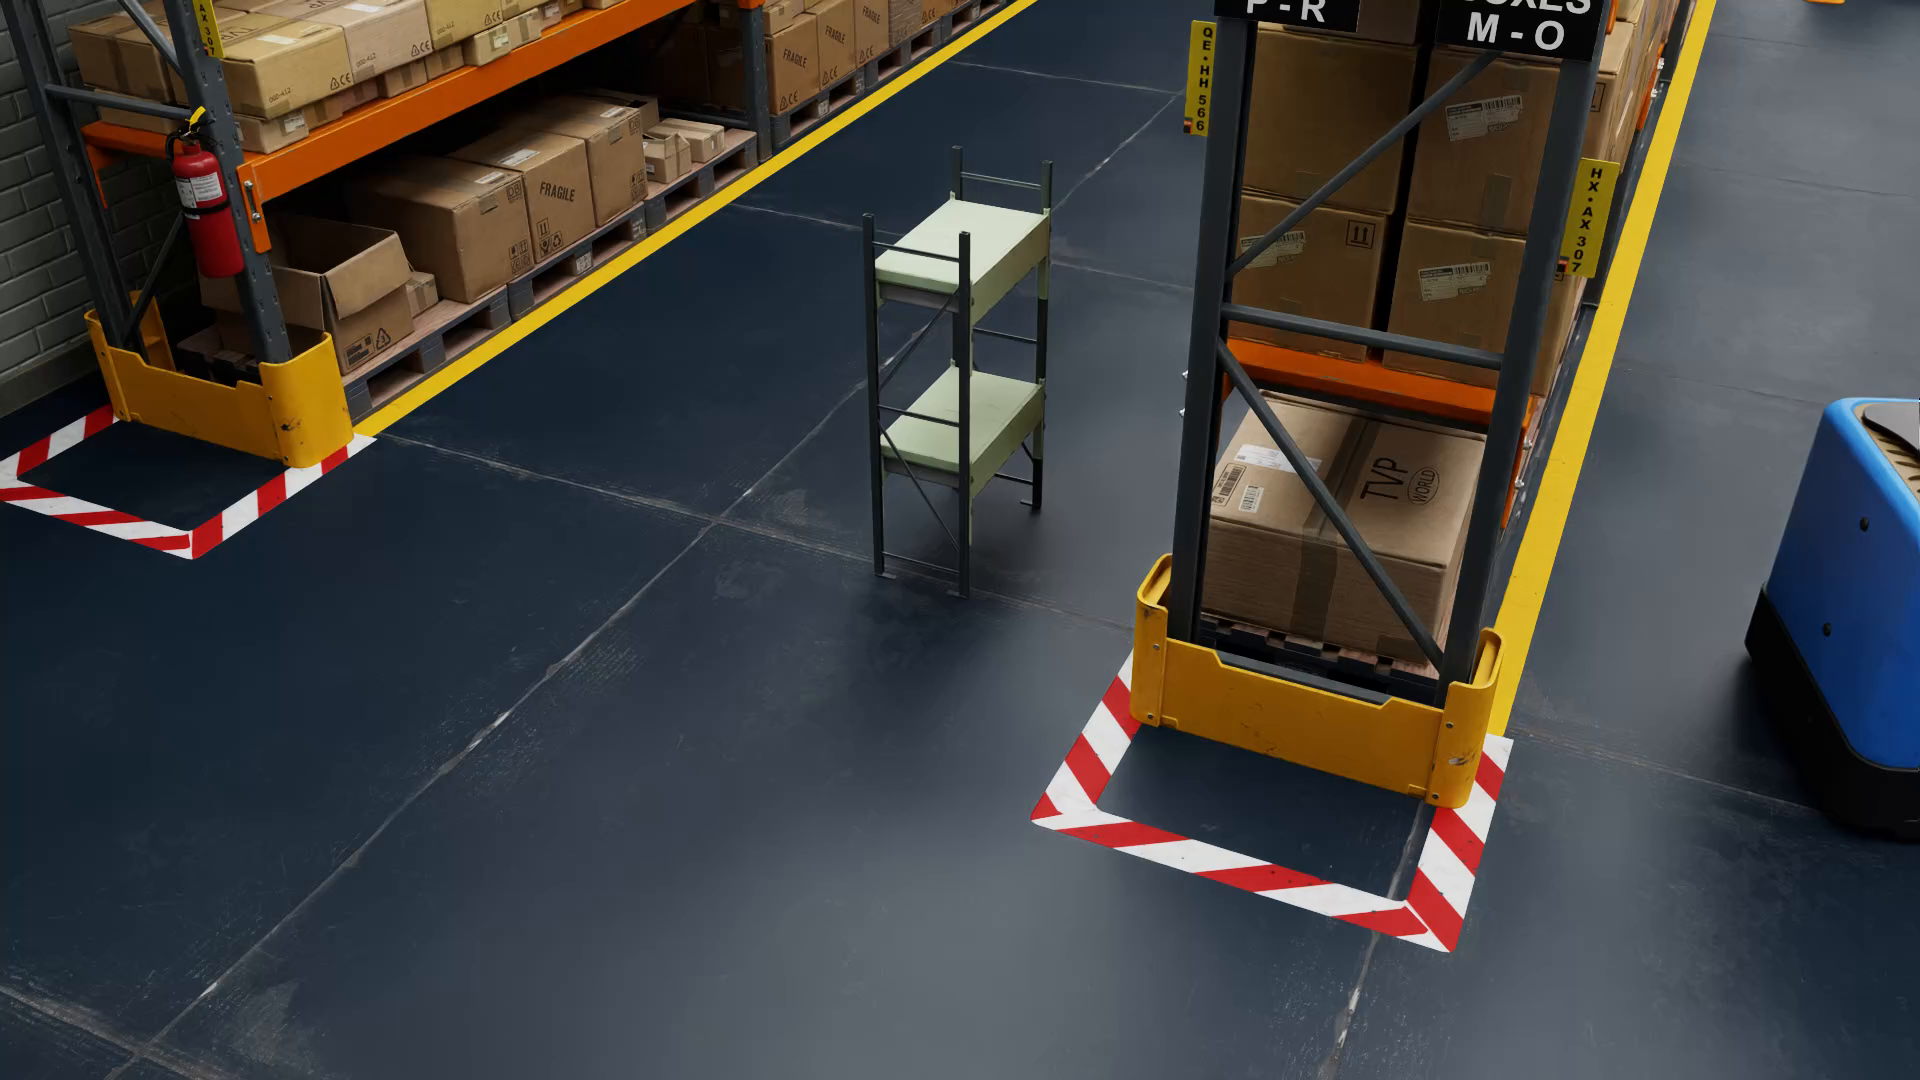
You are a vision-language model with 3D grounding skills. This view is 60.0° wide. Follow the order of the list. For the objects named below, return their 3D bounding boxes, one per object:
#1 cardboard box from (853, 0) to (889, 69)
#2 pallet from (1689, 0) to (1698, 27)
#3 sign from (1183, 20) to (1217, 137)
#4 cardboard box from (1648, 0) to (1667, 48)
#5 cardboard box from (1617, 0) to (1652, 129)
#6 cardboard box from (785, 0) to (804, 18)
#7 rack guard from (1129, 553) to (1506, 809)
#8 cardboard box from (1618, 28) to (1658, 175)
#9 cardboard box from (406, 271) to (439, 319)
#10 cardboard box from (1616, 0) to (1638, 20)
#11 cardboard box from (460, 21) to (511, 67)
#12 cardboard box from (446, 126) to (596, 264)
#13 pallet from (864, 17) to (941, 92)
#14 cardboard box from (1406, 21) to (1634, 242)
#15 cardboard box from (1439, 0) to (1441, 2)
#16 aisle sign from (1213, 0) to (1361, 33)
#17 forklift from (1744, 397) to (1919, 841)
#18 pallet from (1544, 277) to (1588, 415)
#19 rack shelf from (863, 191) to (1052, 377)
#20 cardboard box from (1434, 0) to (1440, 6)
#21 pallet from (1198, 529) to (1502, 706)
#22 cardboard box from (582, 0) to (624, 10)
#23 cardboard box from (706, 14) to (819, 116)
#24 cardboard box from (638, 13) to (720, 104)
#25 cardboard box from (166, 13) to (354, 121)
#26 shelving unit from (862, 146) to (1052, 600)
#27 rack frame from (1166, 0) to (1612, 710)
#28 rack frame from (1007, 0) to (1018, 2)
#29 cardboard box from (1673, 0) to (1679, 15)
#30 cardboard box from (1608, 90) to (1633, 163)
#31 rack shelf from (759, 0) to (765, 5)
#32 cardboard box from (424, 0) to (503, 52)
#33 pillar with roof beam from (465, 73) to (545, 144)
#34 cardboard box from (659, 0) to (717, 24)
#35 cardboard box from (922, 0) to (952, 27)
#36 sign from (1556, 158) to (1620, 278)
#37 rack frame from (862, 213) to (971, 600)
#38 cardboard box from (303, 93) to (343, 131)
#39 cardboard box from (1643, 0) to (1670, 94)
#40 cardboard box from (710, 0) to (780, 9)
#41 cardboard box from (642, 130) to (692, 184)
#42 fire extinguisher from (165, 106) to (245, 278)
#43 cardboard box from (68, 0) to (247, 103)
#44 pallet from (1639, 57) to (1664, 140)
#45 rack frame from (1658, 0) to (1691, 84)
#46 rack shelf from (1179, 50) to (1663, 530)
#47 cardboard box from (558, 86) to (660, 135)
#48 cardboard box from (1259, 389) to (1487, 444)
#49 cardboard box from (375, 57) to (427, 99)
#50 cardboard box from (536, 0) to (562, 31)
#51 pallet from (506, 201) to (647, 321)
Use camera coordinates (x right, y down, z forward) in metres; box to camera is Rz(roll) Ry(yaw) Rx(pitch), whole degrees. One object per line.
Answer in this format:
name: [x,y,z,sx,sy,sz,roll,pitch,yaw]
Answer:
cardboard box: [-0.819,-3.561,11.342,0.500,0.500,0.500,13,35,19]
pallet: [5.371,-4.410,13.283,1.003,0.211,1.213,14,36,20]
sign: [0.697,-1.312,4.744,0.100,0.325,0.005,14,36,20]
cardboard box: [2.487,-2.245,6.435,0.500,0.500,0.500,15,36,21]
cardboard box: [2.062,-1.748,5.678,0.500,0.500,0.500,14,36,20]
cardboard box: [-1.215,-3.402,10.507,0.380,0.149,0.250,13,35,19]
rack guard: [1.174,0.460,5.593,1.175,0.500,0.348,14,36,20]
cardboard box: [2.489,-1.831,6.715,0.500,0.500,0.500,14,36,20]
cardboard box: [-2.771,-1.204,8.067,0.380,0.149,0.250,13,35,19]
cardboard box: [1.842,-1.692,5.001,0.380,0.149,0.250,15,36,22]
cardboard box: [-2.355,-2.360,7.843,0.380,0.149,0.250,13,35,19]
cardboard box: [-2.279,-1.805,8.664,0.500,0.500,0.500,15,36,21]
pallet: [-0.837,-3.584,12.024,1.003,0.211,1.213,14,36,20]
cardboard box: [1.644,-1.231,4.889,0.500,0.500,0.500,13,36,19]
cardboard box: [1.362,-1.619,5.481,0.500,0.500,0.500,14,36,21]
aisle sign: [0.873,-1.720,4.267,0.394,0.787,0.004,14,36,20]
forklift: [4.320,-0.476,4.803,3.031,2.935,1.130,3,33,4]
pallet: [2.469,-1.063,8.179,1.003,0.211,1.213,14,36,20]
rack shelf: [0.003,-0.957,6.130,0.431,0.370,0.720,14,36,20]
cardboard box: [1.237,-1.686,4.990,0.380,0.149,0.250,15,36,21]
pallet: [1.448,0.152,6.325,1.003,0.211,1.213,14,36,20]
cardboard box: [-1.948,-2.877,8.631,0.380,0.149,0.250,14,36,20]
cardboard box: [-1.245,-3.046,10.557,0.500,0.500,0.500,16,36,23]
cardboard box: [-1.715,-3.169,10.745,0.500,0.500,0.500,14,36,20]
cardboard box: [-2.891,-1.960,6.870,0.500,0.250,0.500,14,36,21]
shelving unit: [0.003,-0.631,6.344,0.431,1.500,0.755,14,36,20]
rack frame: [1.184,-0.598,4.926,1.000,3.000,0.127,14,36,20]
rack frame: [0.021,-5.719,12.736,1.000,3.000,0.127,14,36,20]
cardboard box: [3.497,-2.944,8.641,0.500,0.250,0.500,13,36,19]
cardboard box: [2.061,-1.320,5.937,0.500,0.500,0.500,14,36,20]
rack shelf: [-0.815,-4.422,11.414,1.077,0.370,4.000,14,36,20]
cardboard box: [-2.471,-2.465,7.639,0.500,0.250,0.500,13,36,20]
pillar with roof beam: [1.148,-5.108,6.333,9.100,9.000,0.400,14,36,20]
cardboard box: [-1.760,-3.378,10.471,0.380,0.149,0.250,13,35,19]
cardboard box: [-0.396,-4.081,12.135,0.500,0.500,0.500,16,36,23]
sign: [1.686,-0.863,4.468,0.100,0.325,0.005,14,36,20]
rack frame: [-0.150,-0.448,6.066,0.400,1.500,0.023,14,36,20]
cardboard box: [-2.874,-1.868,7.092,0.380,0.149,0.250,15,36,22]
cardboard box: [2.896,-2.342,7.495,0.500,0.500,0.500,15,36,21]
cardboard box: [-1.315,-3.384,10.209,0.380,0.149,0.250,14,36,20]
cardboard box: [-1.768,-2.236,9.535,0.396,0.266,0.258,15,36,22]
fire extinguisher: [-2.967,-1.367,6.510,0.296,0.674,0.183,14,36,20]
cardboard box: [-3.374,-2.086,7.062,0.500,0.250,0.500,15,36,22]
pallet: [4.133,-3.041,11.195,1.003,0.211,1.213,14,36,20]
rack frame: [4.531,-4.582,11.002,1.000,3.000,0.127,14,36,20]
rack shelf: [2.021,-1.293,6.642,1.077,0.370,4.000,14,36,20]
cardboard box: [-2.143,-2.503,9.901,0.500,0.311,0.500,15,36,22]
cardboard box: [1.745,-0.511,6.748,0.875,0.438,0.875,15,36,22]
cardboard box: [-2.635,-2.118,7.474,0.380,0.149,0.250,15,36,22]
cardboard box: [-2.218,-2.640,8.271,0.380,0.149,0.250,14,36,20]
pallet: [-2.449,-1.609,9.011,1.003,0.211,1.213,14,36,20]
